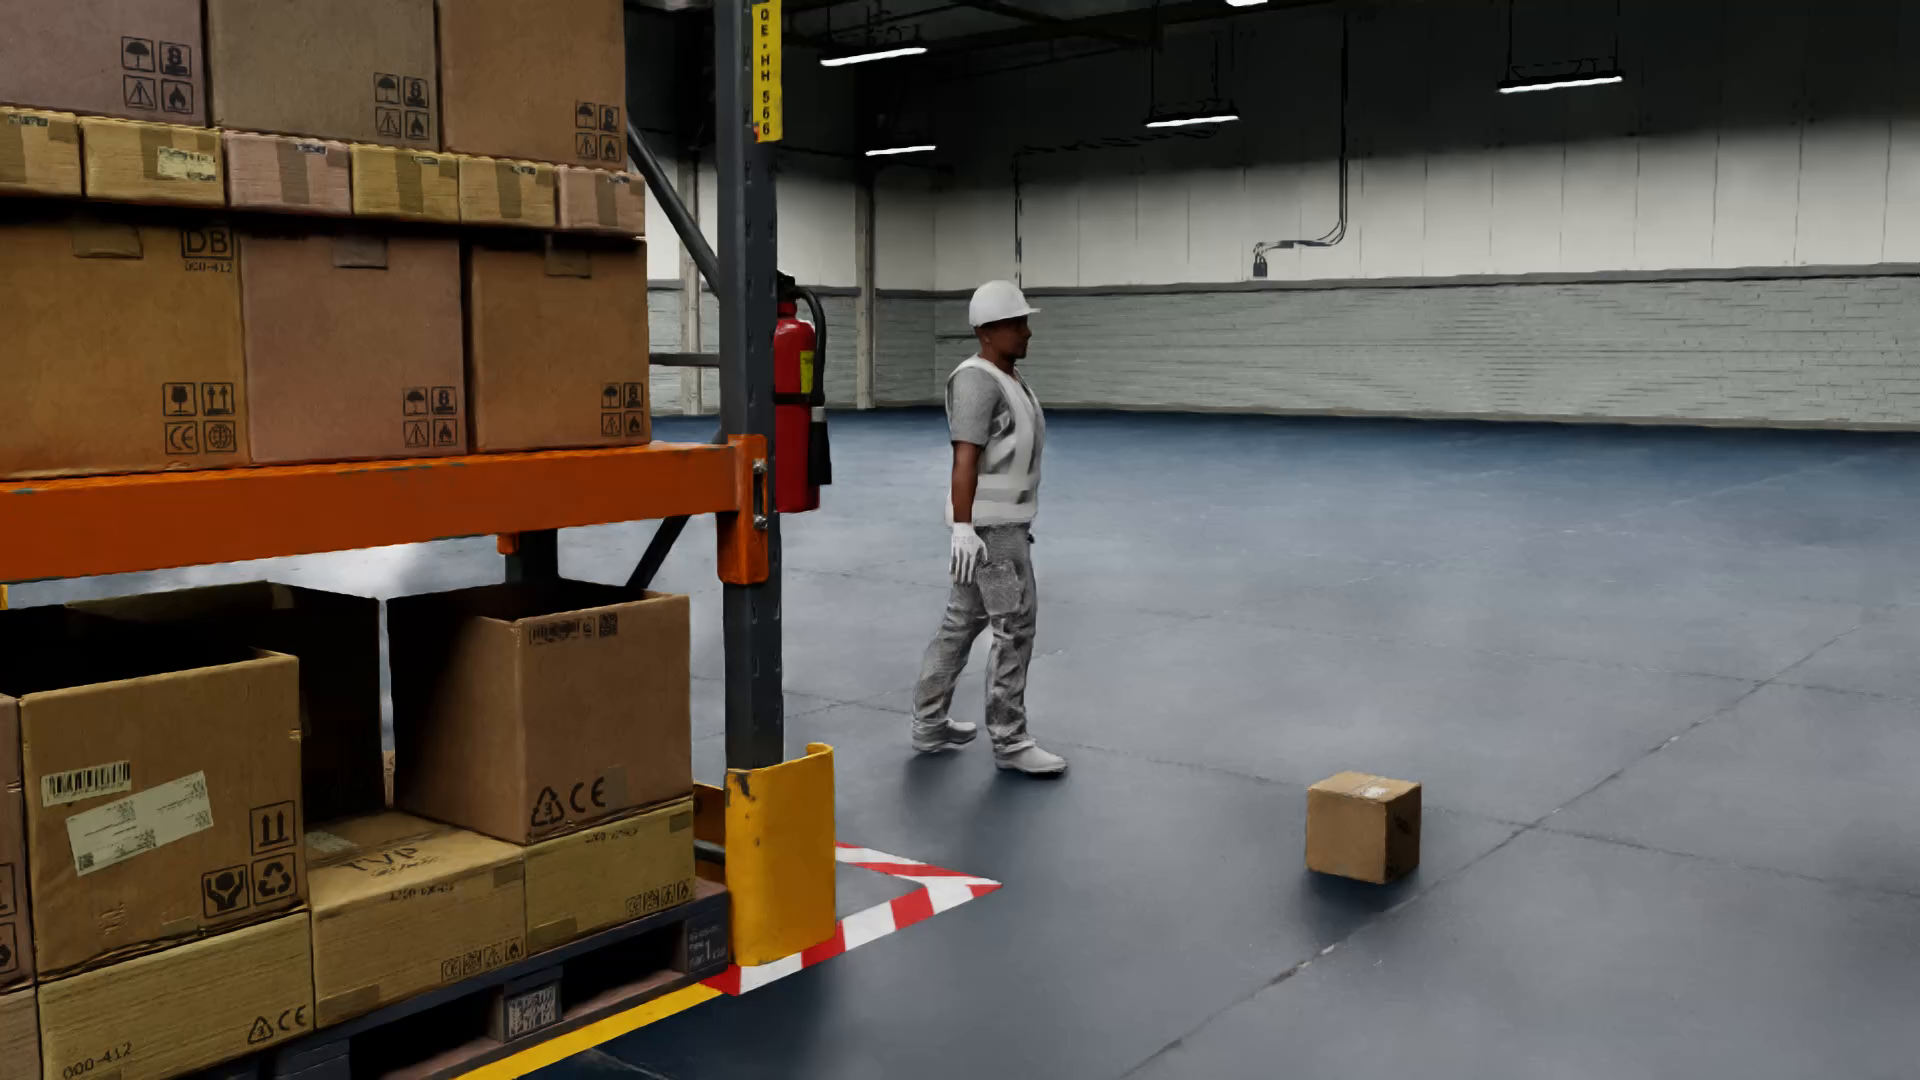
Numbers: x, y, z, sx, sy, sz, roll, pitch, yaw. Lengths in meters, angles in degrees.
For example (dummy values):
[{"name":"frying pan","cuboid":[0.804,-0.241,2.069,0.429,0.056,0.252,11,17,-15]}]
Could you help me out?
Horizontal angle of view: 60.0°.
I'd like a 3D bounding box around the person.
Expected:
[{"name":"person","cuboid":[0.101,-0.049,6.083,0.623,1.781,0.693,1,7,9]}]
